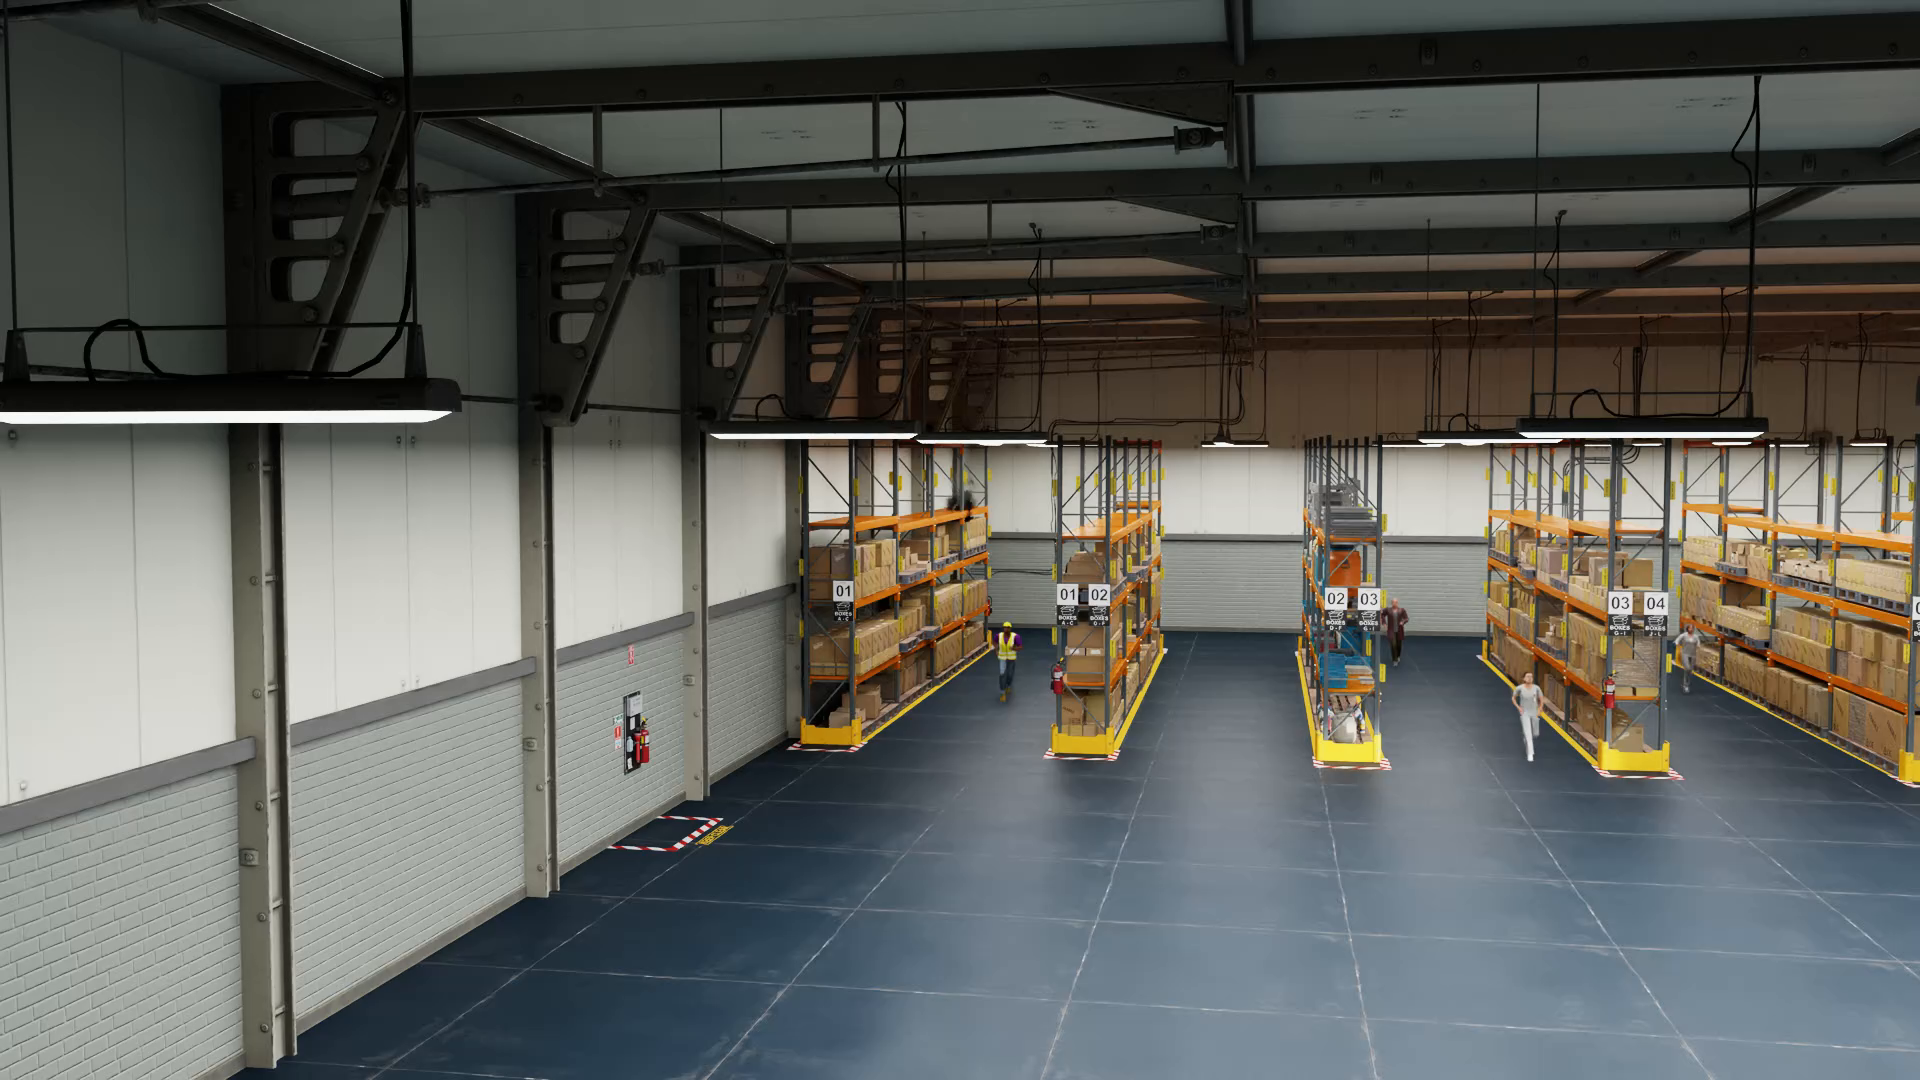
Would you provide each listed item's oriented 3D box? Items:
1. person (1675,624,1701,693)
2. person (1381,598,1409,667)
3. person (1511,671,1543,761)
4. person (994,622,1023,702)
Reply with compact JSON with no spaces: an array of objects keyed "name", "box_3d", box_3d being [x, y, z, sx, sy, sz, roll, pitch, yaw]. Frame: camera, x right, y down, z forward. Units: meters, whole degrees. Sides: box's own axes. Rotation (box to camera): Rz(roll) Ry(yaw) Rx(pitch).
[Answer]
[{"name":"person","box_3d":[17.271,2.796,39.407,0.519,1.644,0.722,0,3,5]},{"name":"person","box_3d":[11.578,2.397,44.302,0.721,1.713,0.850,0,3,7]},{"name":"person","box_3d":[10.572,3.250,30.983,0.569,1.635,0.793,0,3,4]},{"name":"person","box_3d":[1.112,2.783,38.337,0.662,1.824,0.963,0,3,-1]}]
